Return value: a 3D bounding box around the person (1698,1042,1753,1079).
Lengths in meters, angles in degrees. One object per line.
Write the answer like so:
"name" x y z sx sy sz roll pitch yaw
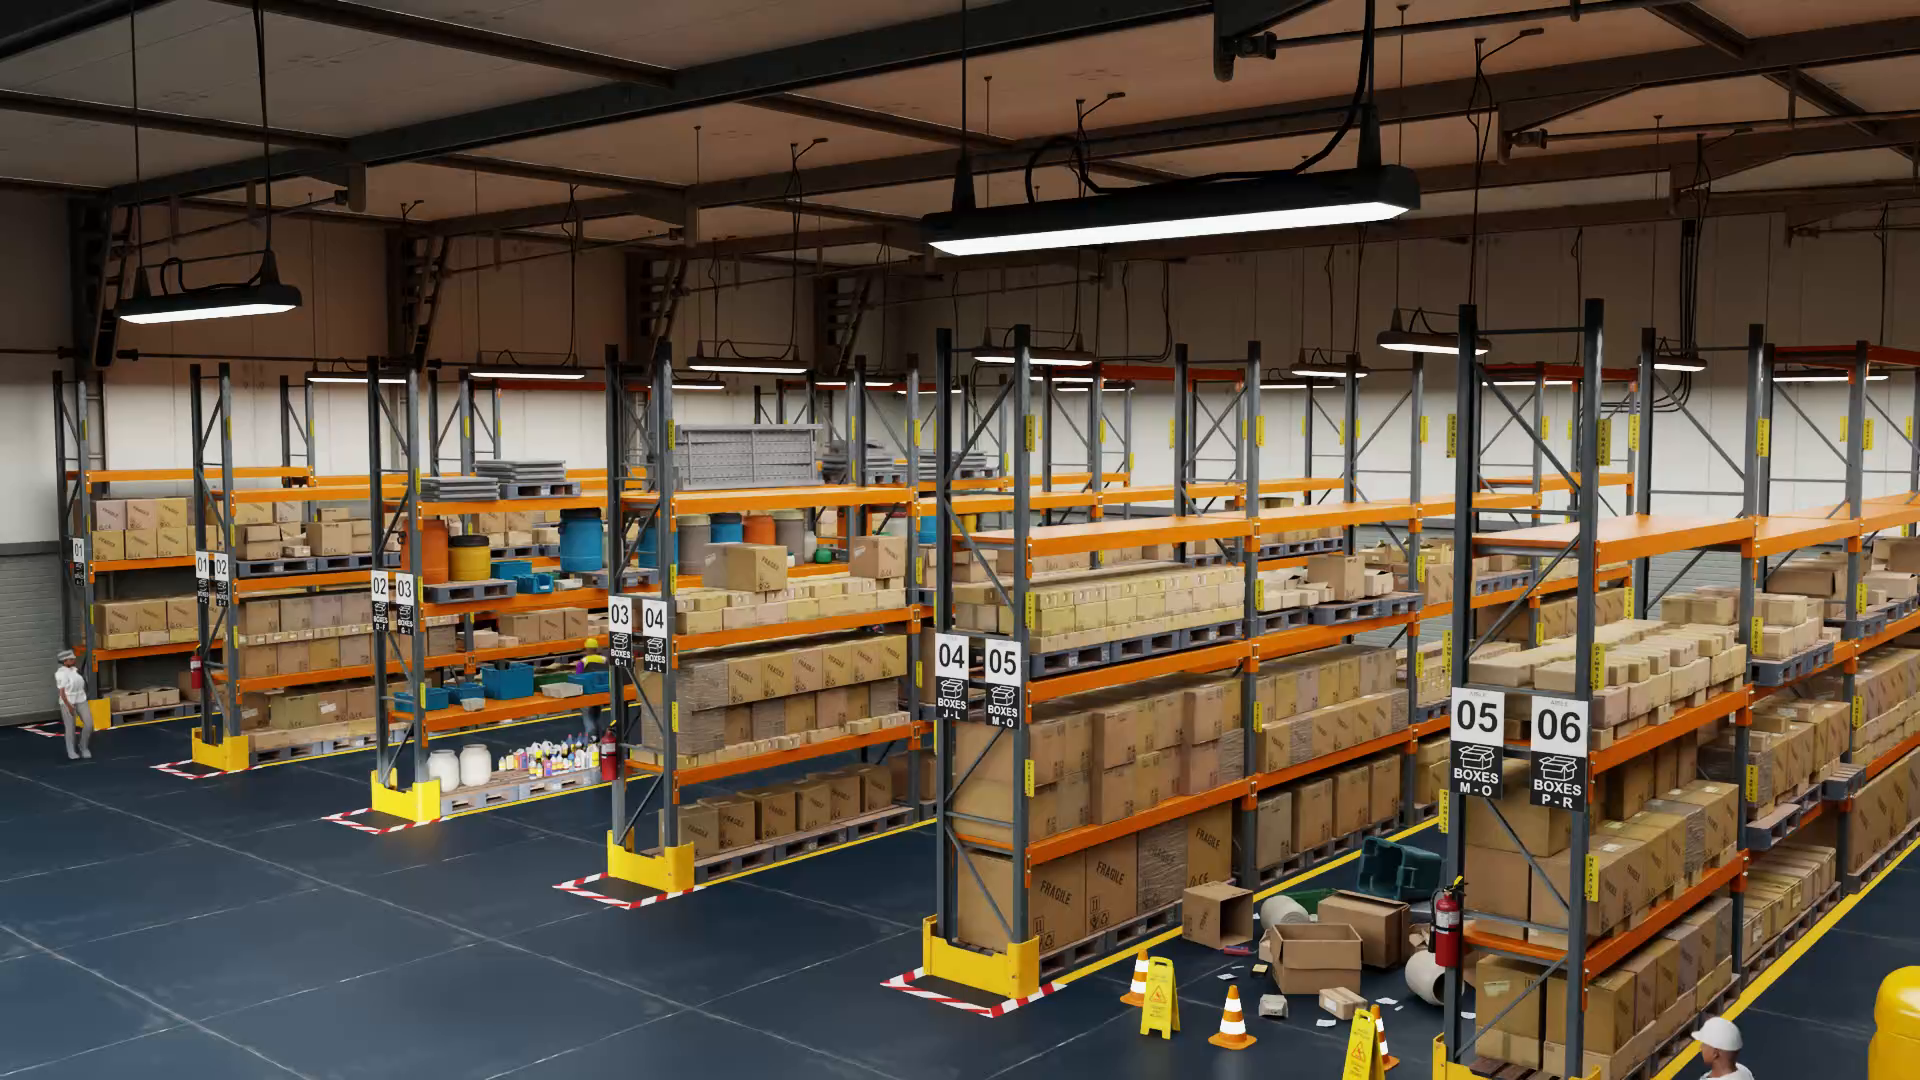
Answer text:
"person" 4.291 3.248 9.409 0.386 1.036 0.596 1 4 19

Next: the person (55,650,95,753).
"person" -13.442 2.455 25.196 0.477 1.600 0.465 4 6 43

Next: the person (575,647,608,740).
"person" -5.751 2.389 25.865 0.362 1.664 0.675 3 5 40
